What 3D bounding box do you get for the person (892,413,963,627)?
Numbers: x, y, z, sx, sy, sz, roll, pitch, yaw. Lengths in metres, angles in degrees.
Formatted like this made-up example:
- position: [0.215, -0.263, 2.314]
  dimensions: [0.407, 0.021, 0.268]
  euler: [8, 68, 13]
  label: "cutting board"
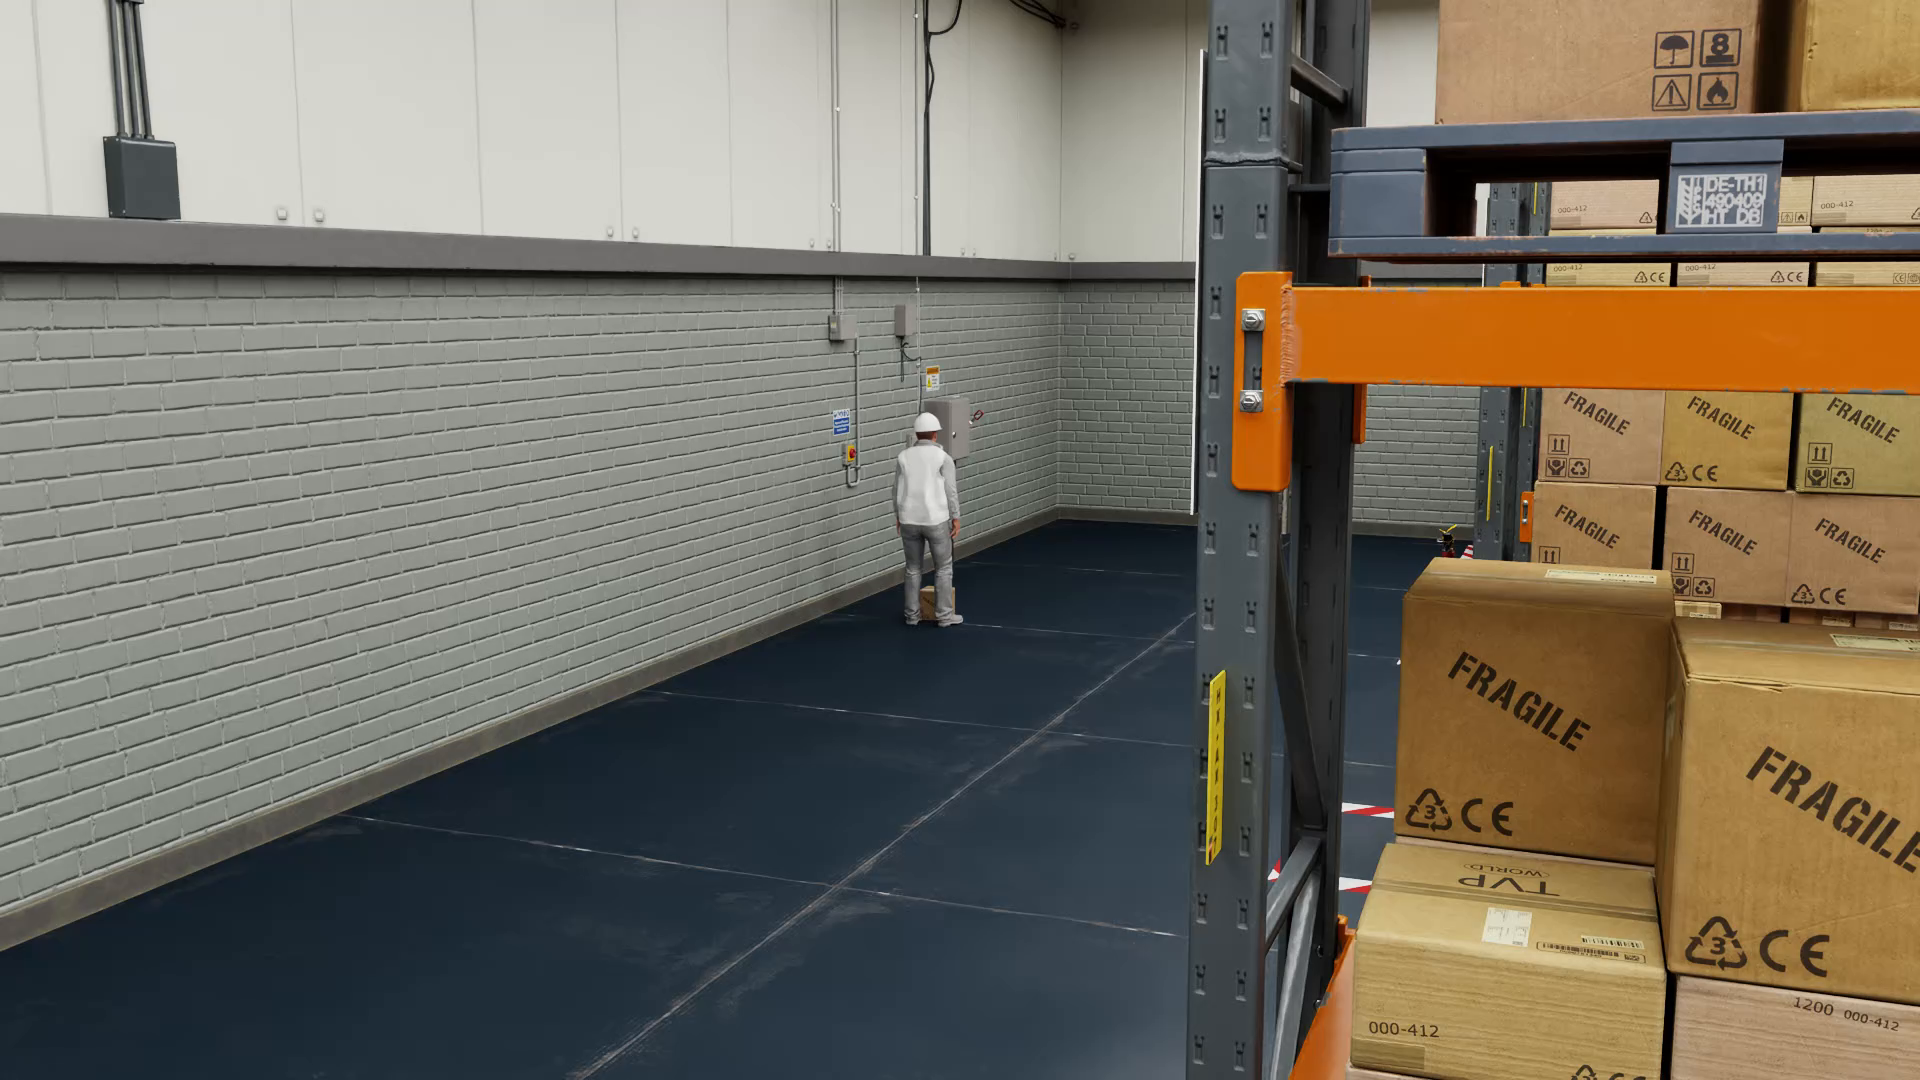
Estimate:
- position: [-0.278, -0.171, 13.890]
  dimensions: [0.580, 1.771, 0.463]
  euler: [3, 9, 21]
  label: "person"
